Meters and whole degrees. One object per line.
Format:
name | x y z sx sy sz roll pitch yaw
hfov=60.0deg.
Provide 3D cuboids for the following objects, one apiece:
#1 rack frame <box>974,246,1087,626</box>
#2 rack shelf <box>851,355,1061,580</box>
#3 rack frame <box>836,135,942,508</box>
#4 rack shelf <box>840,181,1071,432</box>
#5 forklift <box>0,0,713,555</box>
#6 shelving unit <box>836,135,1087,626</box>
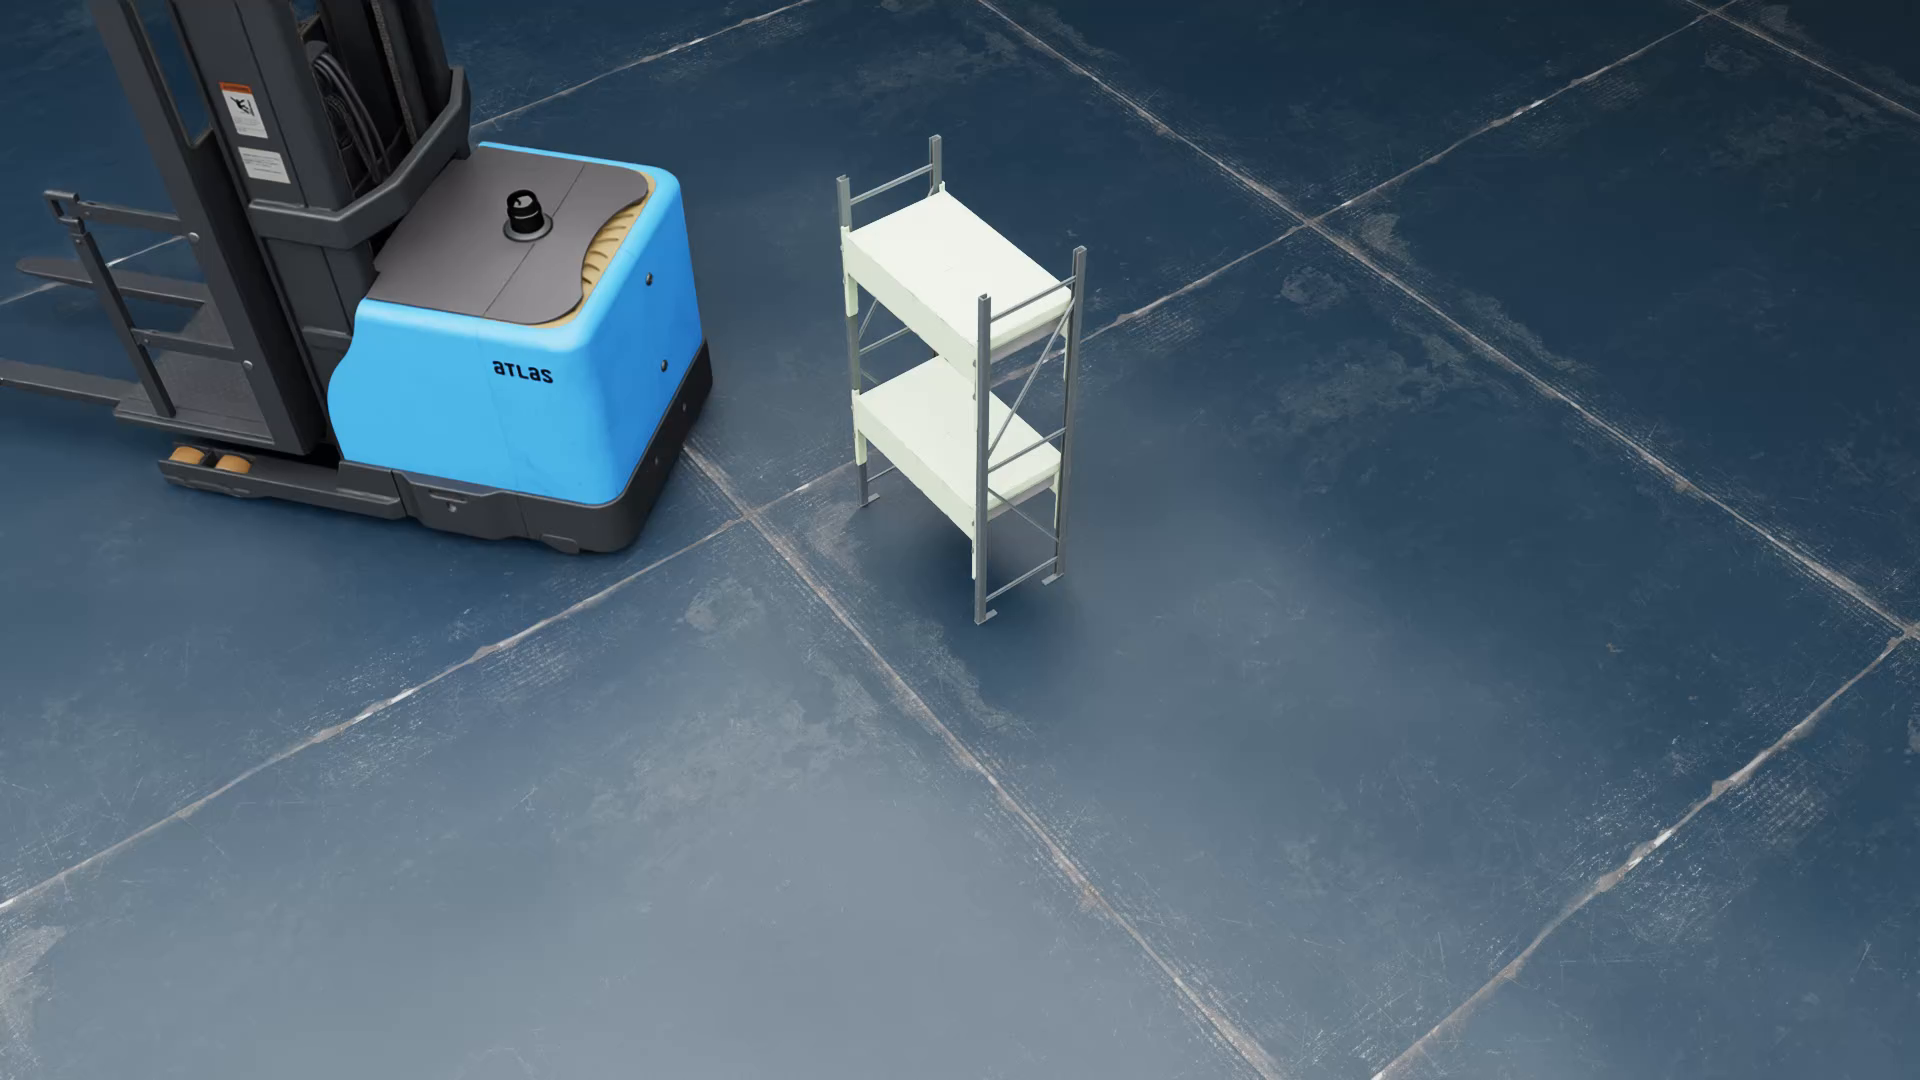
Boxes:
rack frame | 0.218 -0.292 5.502 0.400 1.500 0.023 -29 54 -24
rack shelf | -0.004 -0.289 5.939 0.431 0.370 0.720 -29 54 -24
rack frame | -0.226 -0.723 5.894 0.400 1.500 0.023 -29 54 -24
rack shelf | -0.004 -0.770 5.409 0.431 0.370 0.720 -29 54 -24
forklift | -2.573 -1.519 5.648 3.031 2.935 1.130 10 49 9
shelving unit | -0.004 -0.508 5.698 0.431 1.500 0.755 -29 54 -24
